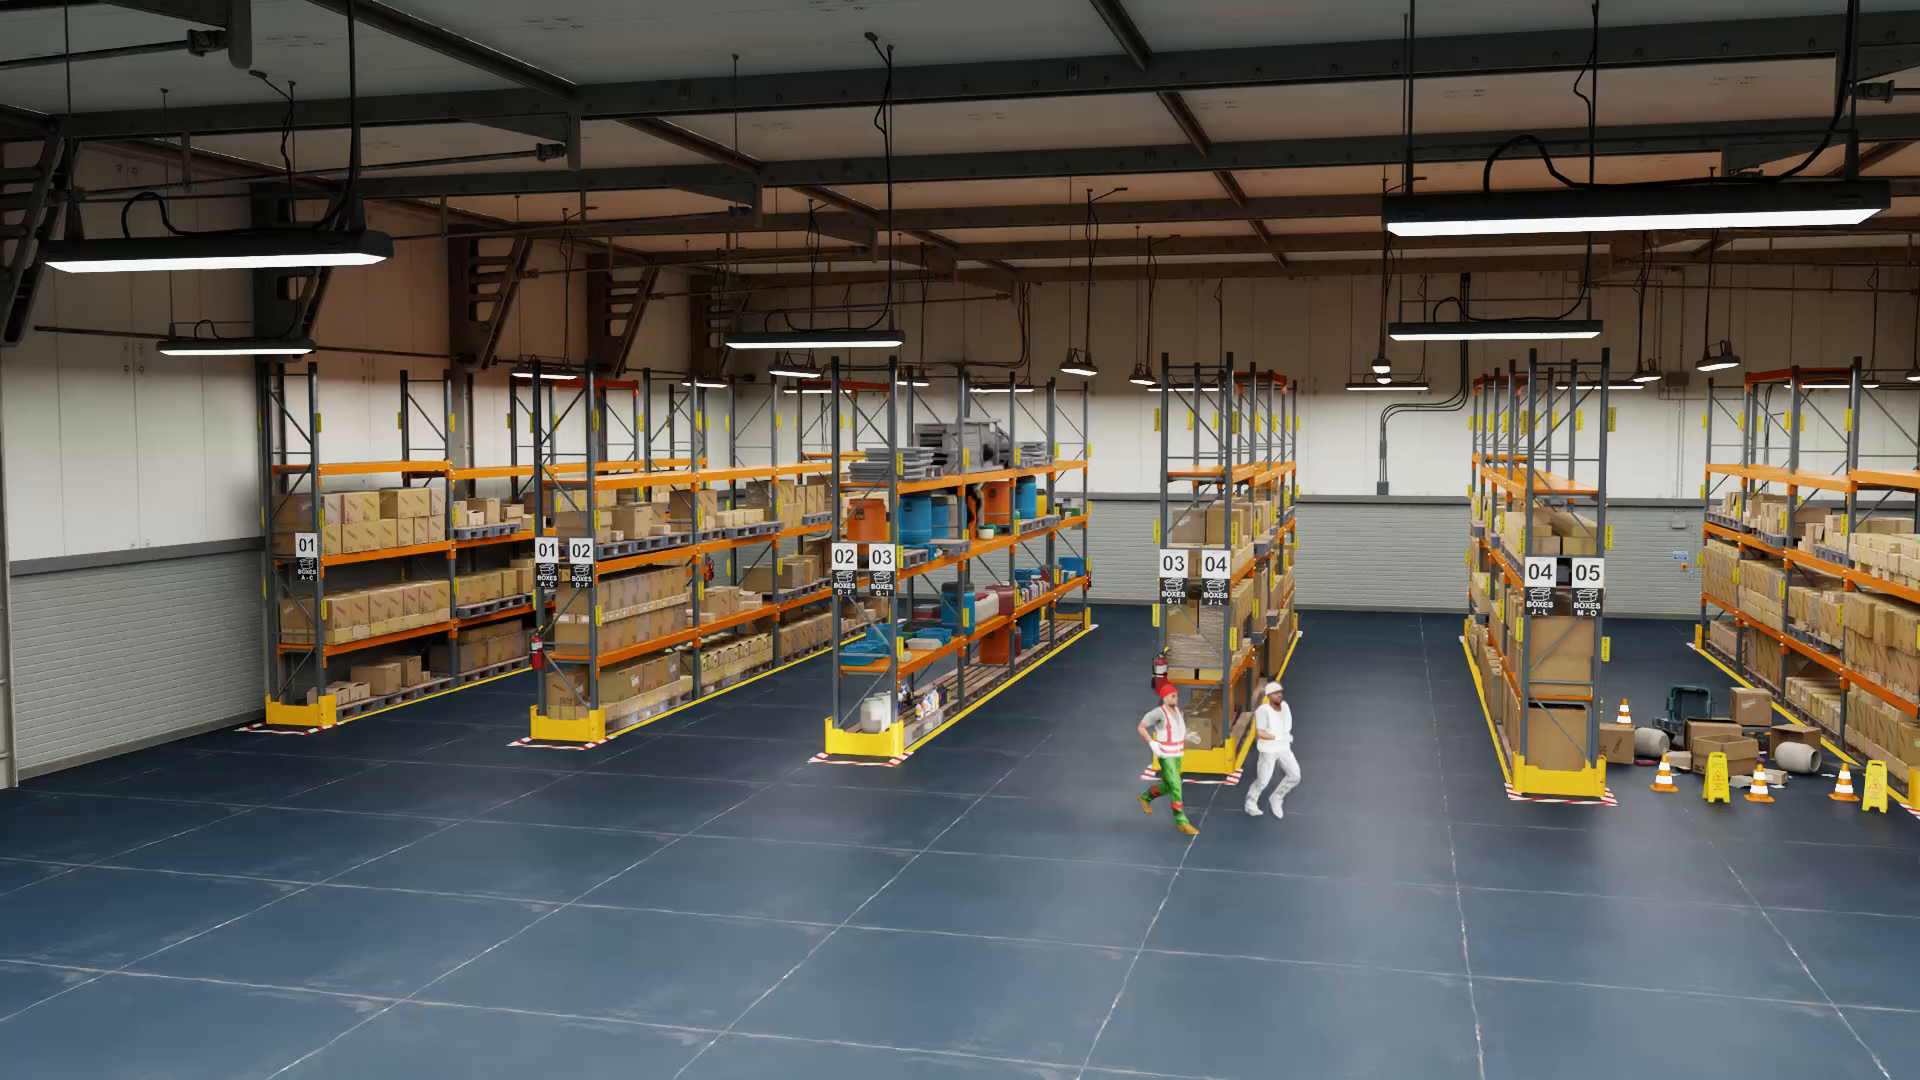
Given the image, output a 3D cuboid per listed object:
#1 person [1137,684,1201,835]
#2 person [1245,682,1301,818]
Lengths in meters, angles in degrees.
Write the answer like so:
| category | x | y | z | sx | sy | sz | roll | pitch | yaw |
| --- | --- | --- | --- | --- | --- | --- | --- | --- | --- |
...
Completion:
| category | x | y | z | sx | sy | sz | roll | pitch | yaw |
| --- | --- | --- | --- | --- | --- | --- | --- | --- | --- |
| person | 2.554 | 2.667 | 20.477 | 0.981 | 1.792 | 0.656 | 4 | 6 | 43 |
| person | 3.966 | 2.635 | 20.869 | 0.699 | 1.732 | 0.848 | -2 | 5 | -29 |
